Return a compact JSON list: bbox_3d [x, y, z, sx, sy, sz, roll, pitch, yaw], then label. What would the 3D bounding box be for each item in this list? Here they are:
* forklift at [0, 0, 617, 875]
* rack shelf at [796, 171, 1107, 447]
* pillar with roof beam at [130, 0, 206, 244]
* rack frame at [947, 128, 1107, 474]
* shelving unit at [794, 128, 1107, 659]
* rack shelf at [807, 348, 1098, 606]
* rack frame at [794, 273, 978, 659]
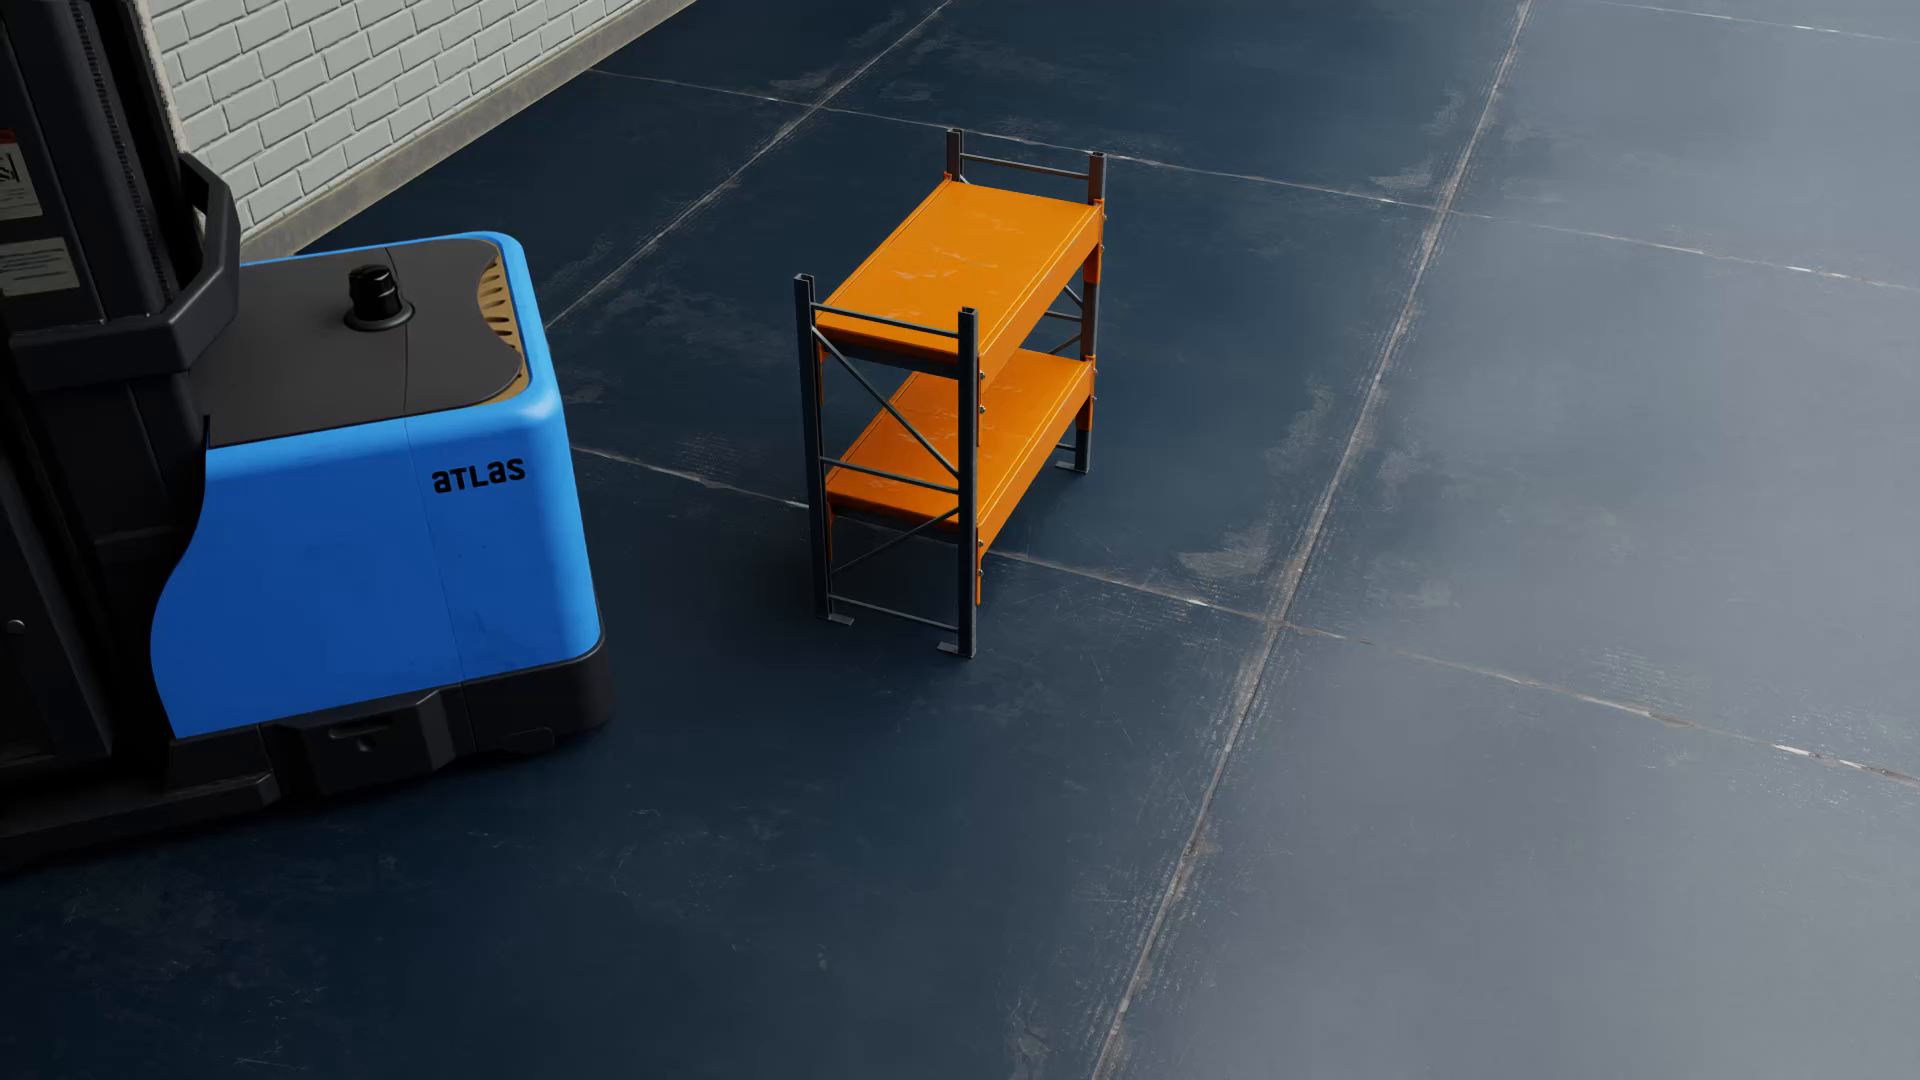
[{"bbox_3d":[-2.511,-0.642,3.661,3.031,2.935,1.130,-11,38,-14],"label":"forklift"},{"bbox_3d":[0.003,-0.689,4.743,0.538,0.278,1.000,14,39,18],"label":"rack shelf"},{"bbox_3d":[1.057,-3.333,2.192,9.100,9.000,0.400,14,39,18],"label":"pillar with roof beam"},{"bbox_3d":[0.196,-0.736,5.295,0.500,1.125,0.032,14,39,18],"label":"rack frame"},{"bbox_3d":[0.003,-0.454,4.918,0.538,1.125,1.048,14,39,18],"label":"shelving unit"},{"bbox_3d":[0.003,-0.258,5.065,0.538,0.278,1.000,14,39,18],"label":"rack shelf"},{"bbox_3d":[-0.191,-0.173,4.542,0.500,1.125,0.032,14,39,18],"label":"rack frame"}]
